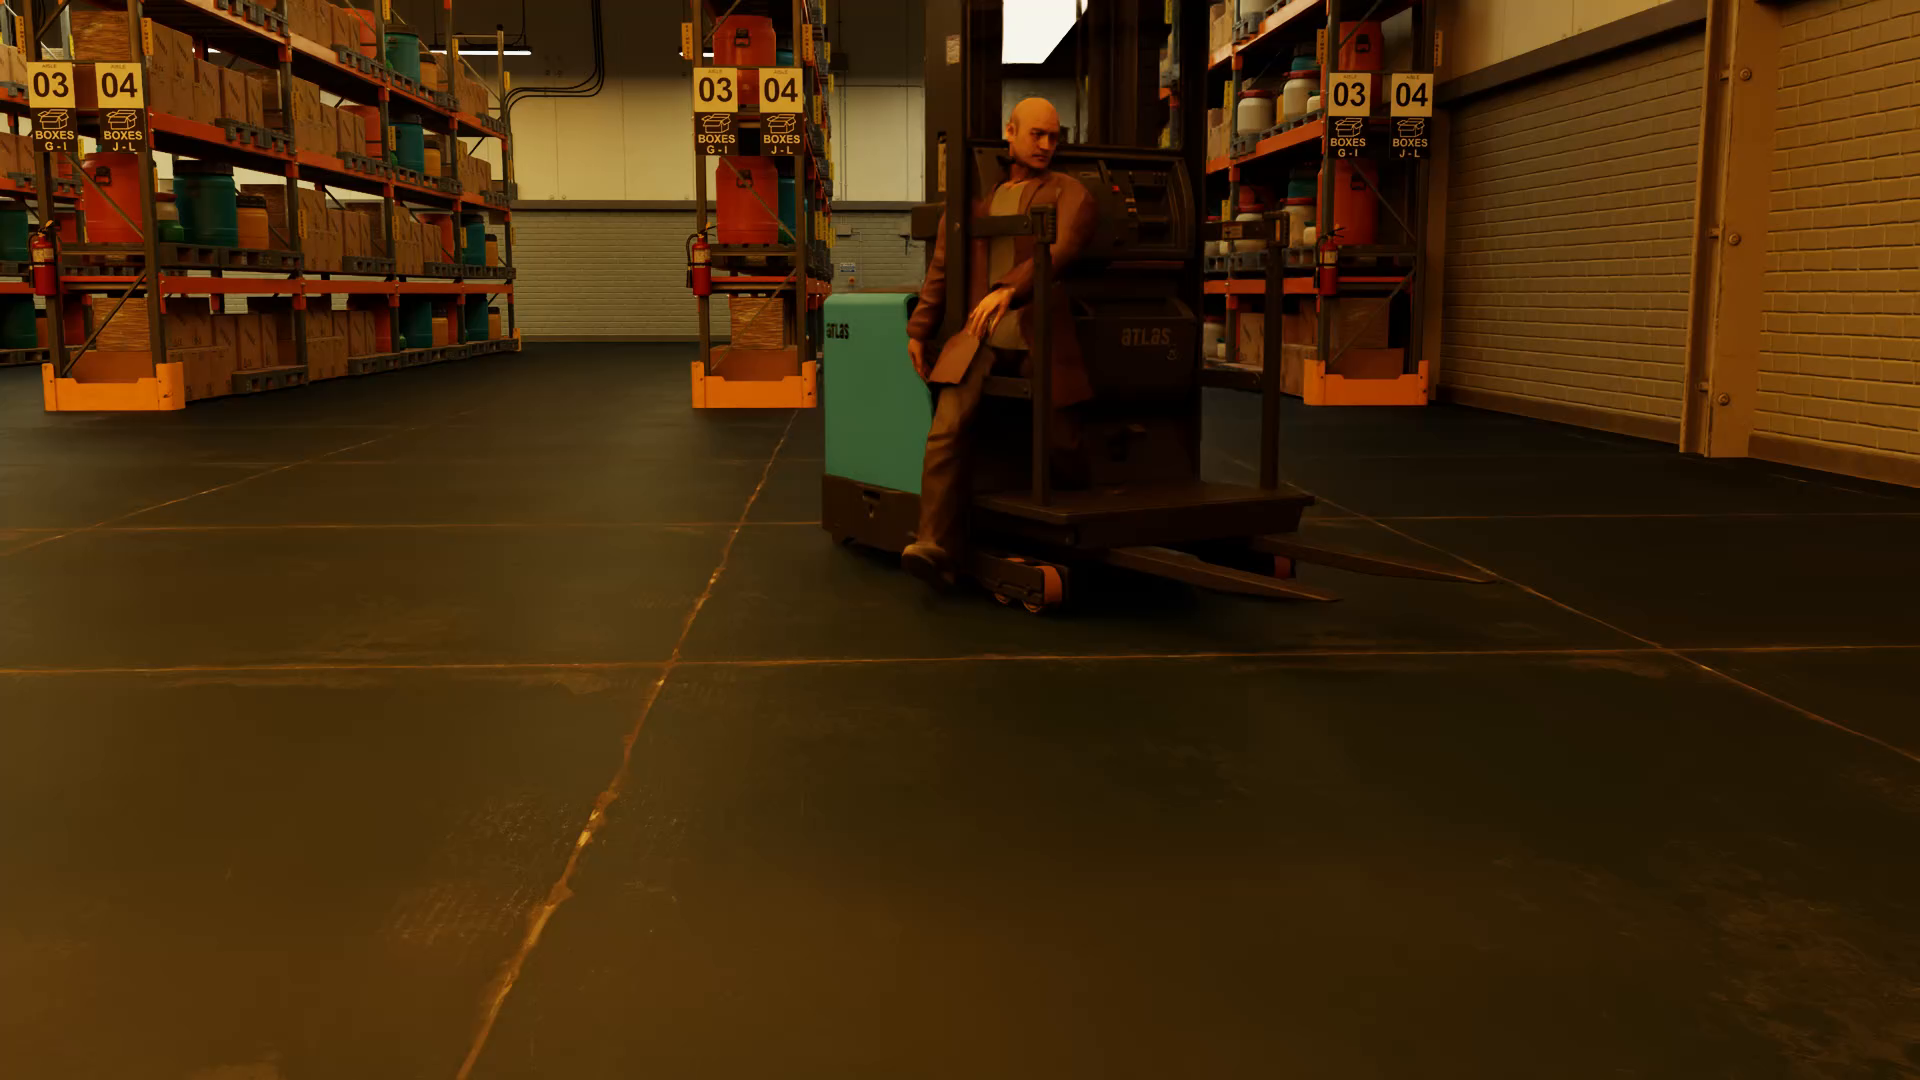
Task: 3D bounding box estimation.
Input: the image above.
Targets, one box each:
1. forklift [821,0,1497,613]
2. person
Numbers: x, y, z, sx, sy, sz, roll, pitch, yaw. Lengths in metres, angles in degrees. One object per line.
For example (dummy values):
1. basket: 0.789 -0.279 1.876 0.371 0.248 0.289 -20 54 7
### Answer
1. forklift: 0.573 -1.278 5.935 1.130 2.935 3.031 -5 10 -29
2. person: 0.127 -0.696 5.977 0.744 1.747 0.921 3 9 18
